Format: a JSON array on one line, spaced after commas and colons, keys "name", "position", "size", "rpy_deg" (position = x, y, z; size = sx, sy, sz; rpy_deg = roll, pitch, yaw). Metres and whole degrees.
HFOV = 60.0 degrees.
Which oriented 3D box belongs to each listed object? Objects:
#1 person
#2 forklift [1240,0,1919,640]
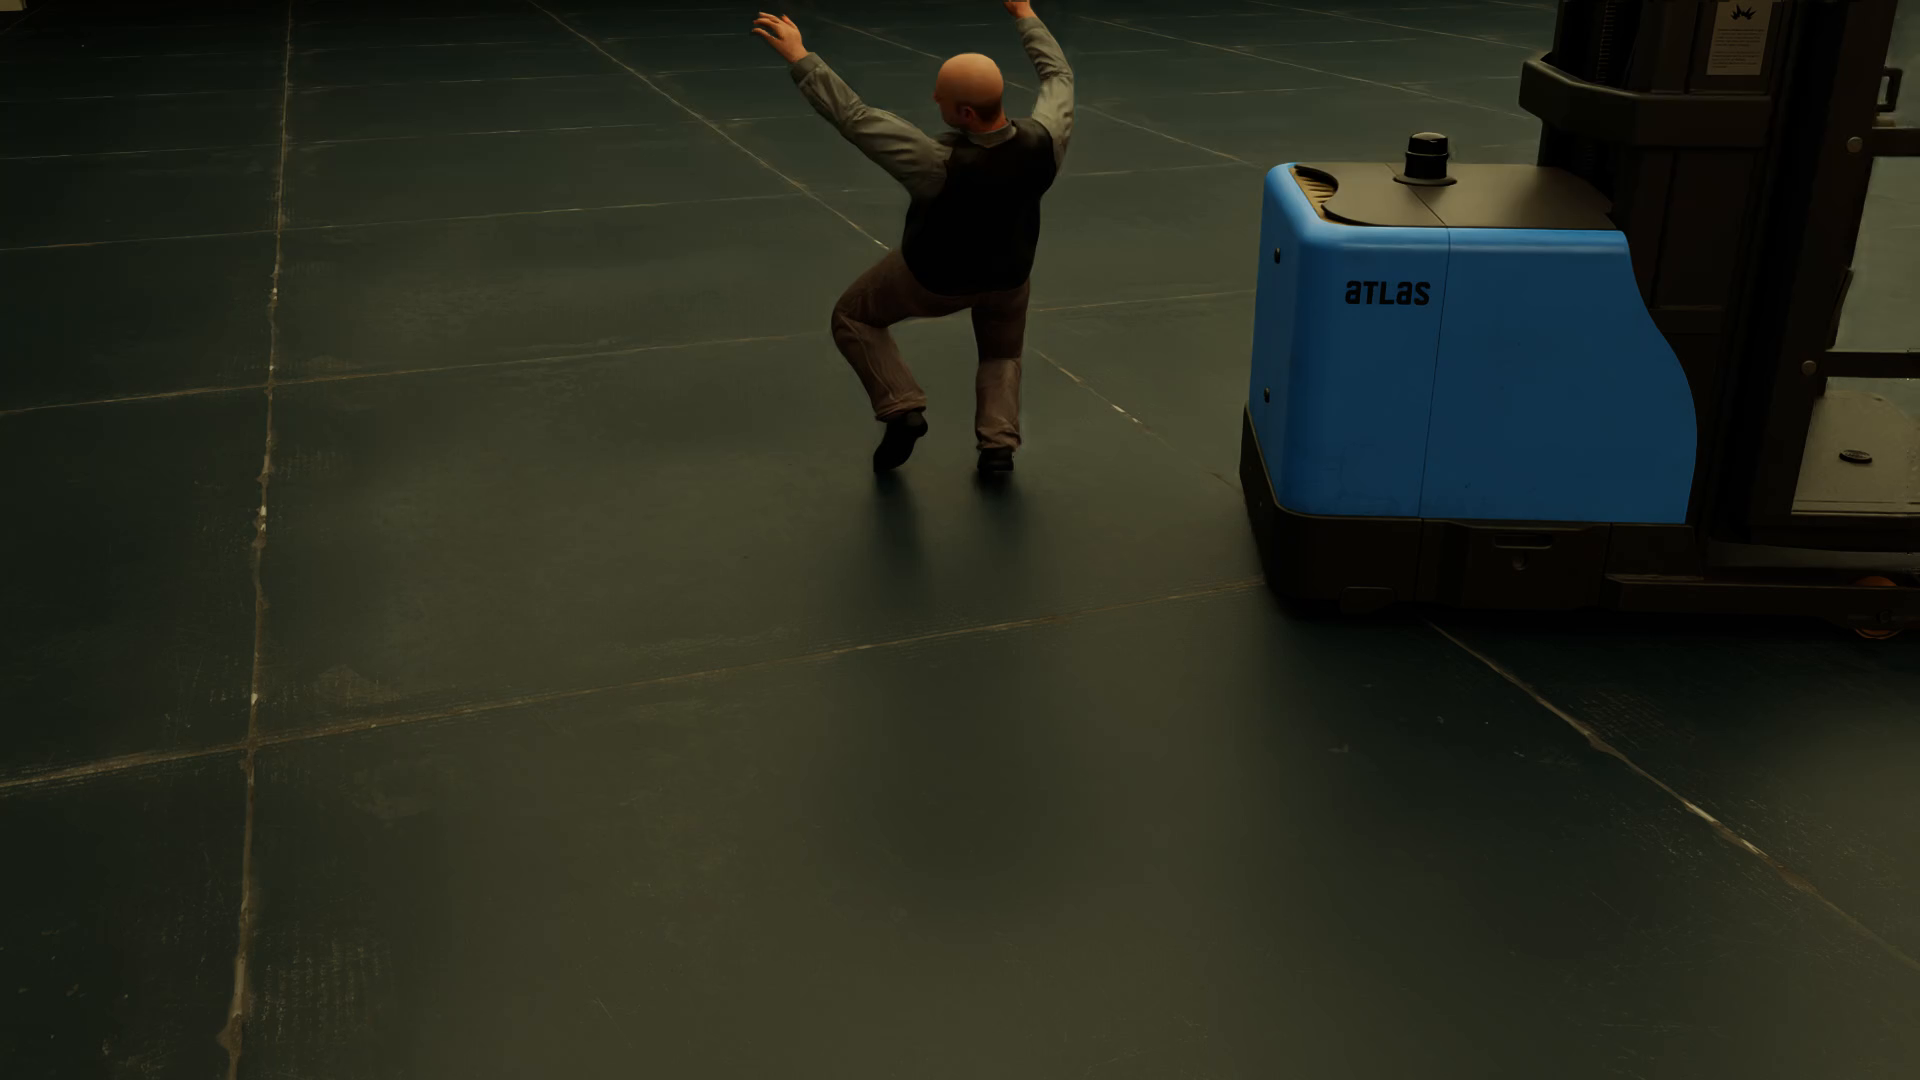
[{"name": "person", "position": [-0.137, -0.945, 5.272], "size": [1.015, 1.631, 0.788], "rpy_deg": [-6, 24, -15]}, {"name": "forklift", "position": [2.392, -1.293, 4.373], "size": [3.031, 2.935, 1.130], "rpy_deg": [1, 23, 3]}]
